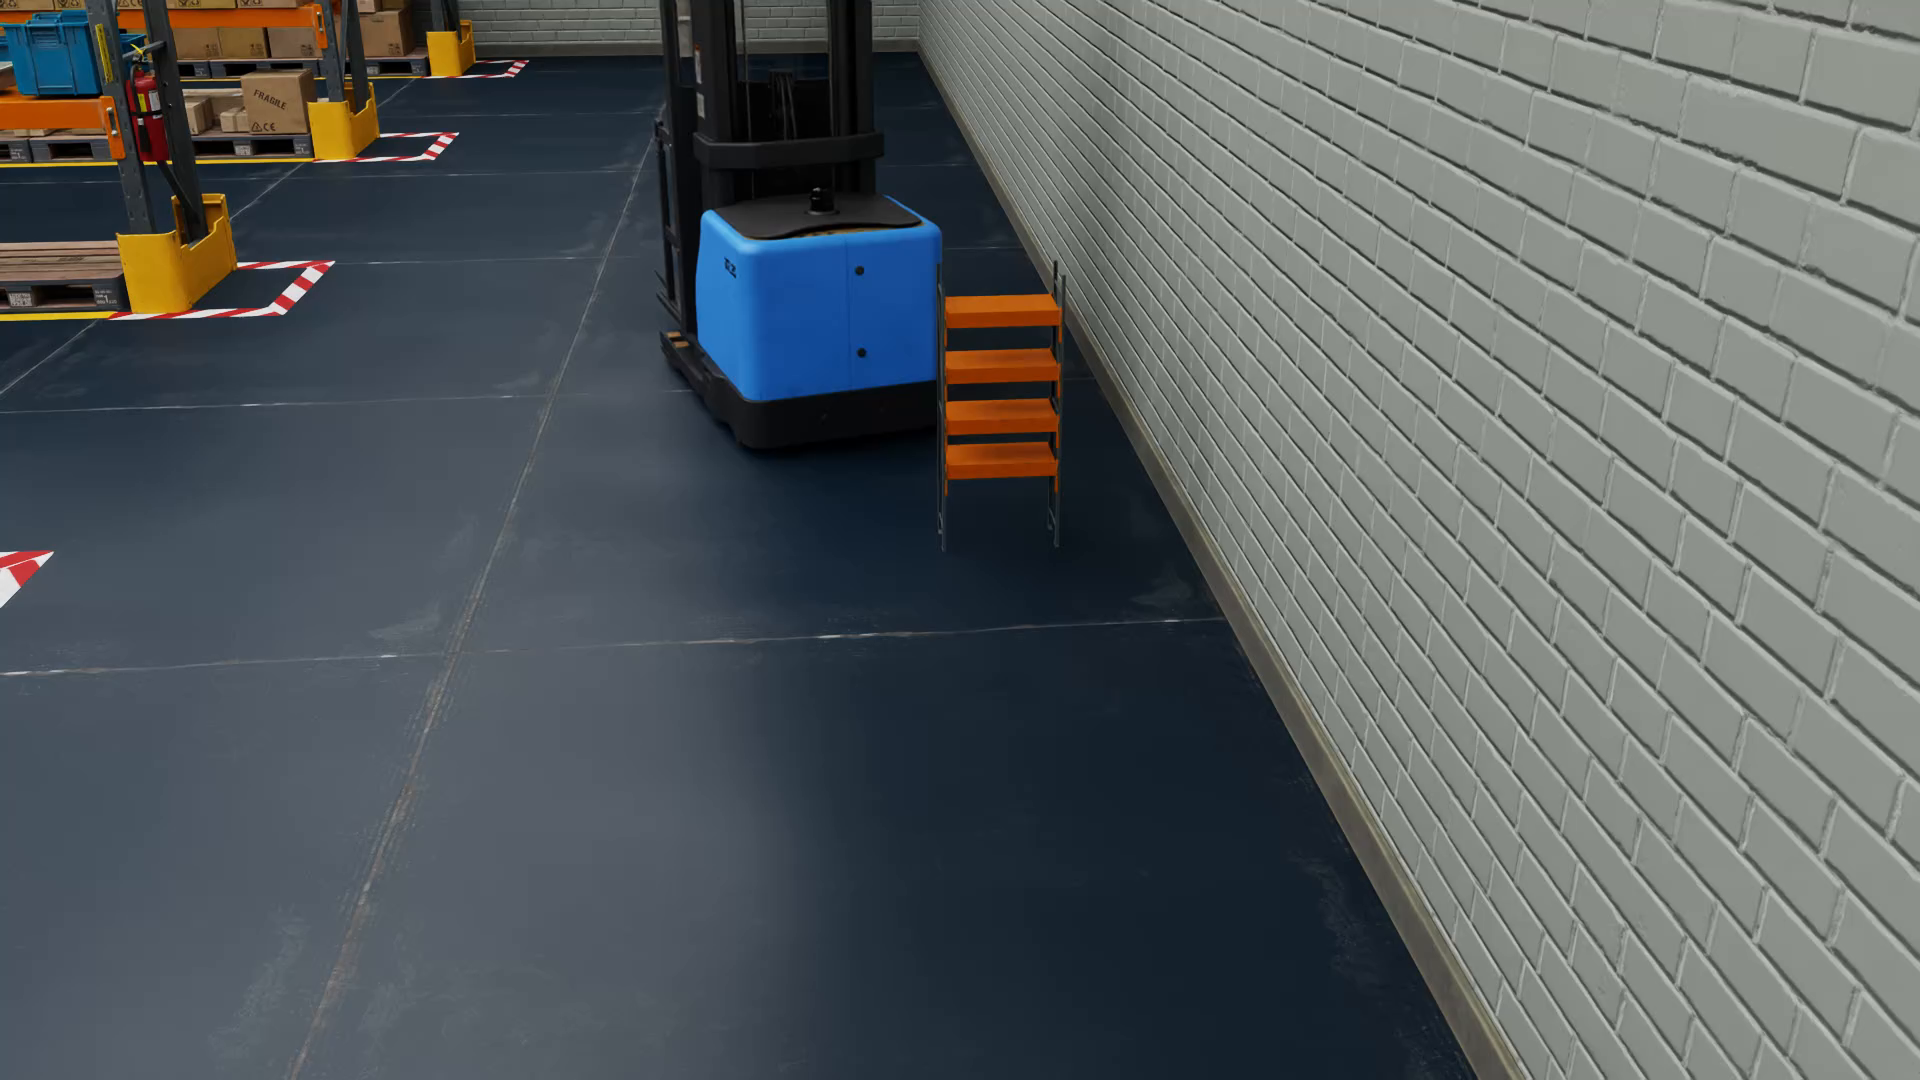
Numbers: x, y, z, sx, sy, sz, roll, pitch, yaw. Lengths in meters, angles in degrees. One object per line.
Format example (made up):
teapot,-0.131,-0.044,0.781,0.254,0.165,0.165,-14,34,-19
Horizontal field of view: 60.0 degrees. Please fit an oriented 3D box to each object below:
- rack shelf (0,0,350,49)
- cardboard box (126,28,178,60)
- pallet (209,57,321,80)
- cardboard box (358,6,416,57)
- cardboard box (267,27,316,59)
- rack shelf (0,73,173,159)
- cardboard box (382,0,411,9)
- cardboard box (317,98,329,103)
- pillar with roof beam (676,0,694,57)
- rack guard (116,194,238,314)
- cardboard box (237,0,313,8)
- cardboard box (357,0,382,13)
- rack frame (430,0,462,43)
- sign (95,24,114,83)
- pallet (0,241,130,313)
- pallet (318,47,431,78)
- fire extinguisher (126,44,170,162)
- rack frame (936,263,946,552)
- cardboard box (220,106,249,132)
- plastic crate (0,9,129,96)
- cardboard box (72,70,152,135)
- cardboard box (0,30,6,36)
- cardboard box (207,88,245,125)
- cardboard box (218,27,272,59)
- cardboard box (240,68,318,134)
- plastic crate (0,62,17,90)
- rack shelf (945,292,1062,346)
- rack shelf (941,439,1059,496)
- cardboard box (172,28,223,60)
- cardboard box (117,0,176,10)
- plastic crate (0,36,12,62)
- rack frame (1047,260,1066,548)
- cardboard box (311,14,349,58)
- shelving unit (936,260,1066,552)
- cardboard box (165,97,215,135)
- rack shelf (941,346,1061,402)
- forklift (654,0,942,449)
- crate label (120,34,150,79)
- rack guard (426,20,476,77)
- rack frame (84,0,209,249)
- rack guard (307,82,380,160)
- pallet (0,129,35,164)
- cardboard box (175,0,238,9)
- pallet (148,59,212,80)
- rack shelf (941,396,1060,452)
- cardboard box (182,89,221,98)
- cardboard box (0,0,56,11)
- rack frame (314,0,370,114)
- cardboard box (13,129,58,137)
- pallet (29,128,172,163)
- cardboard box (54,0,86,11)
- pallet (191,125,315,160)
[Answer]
rack shelf,-7.598,-4.617,14.830,4.000,0.370,1.077,-2,24,-5
cardboard box,-9.325,-5.906,19.405,0.500,0.500,0.700,-2,24,-4
pallet,-8.098,-5.642,19.684,1.213,0.211,1.003,-2,24,-5
cardboard box,-6.785,-6.009,19.636,0.500,0.500,0.700,-2,24,-5
cardboard box,-7.784,-5.968,19.546,0.500,0.500,0.700,-3,24,-7
rack shelf,-7.115,-2.615,10.325,4.000,0.370,1.077,-2,24,-5
cardboard box,-6.680,-6.391,19.698,0.250,0.149,0.380,-2,24,-5
cardboard box,-6.058,-4.046,15.628,0.250,0.149,0.380,-2,24,-5
pillar with roof beam,-3.073,-8.486,15.263,0.400,9.000,9.100,-2,24,-5
rack guard,-5.102,-1.887,10.880,0.348,0.500,1.175,-2,24,-5
cardboard box,-6.027,-4.943,14.555,0.500,0.500,0.500,-2,24,-4
cardboard box,-6.895,-6.226,19.327,0.250,0.149,0.380,-3,24,-6
rack frame,-6.098,-7.028,19.368,0.127,3.000,1.000,-2,24,-5
sign,-5.054,-2.876,9.827,0.005,0.325,0.100,-2,24,-5
pallet,-5.949,-1.732,10.886,1.213,0.211,1.003,-2,24,-5
pallet,-6.886,-5.690,19.791,1.213,0.211,1.003,-2,24,-5
fire extinguisher,-4.930,-2.640,10.050,0.183,0.674,0.296,-2,24,-5
rack frame,-0.078,-0.545,6.999,0.015,1.200,0.240,-2,24,-5
cardboard box,-6.537,-3.831,15.122,0.250,0.166,0.380,-2,24,-5
plastic crate,-5.440,-2.978,10.139,0.499,0.435,0.616,-2,24,-5
cardboard box,-7.719,-4.003,15.095,0.637,0.503,0.797,-2,24,-5
cardboard box,-10.713,-5.999,19.183,0.750,0.750,0.750,-2,24,-5
cardboard box,-6.674,-4.043,15.497,0.500,0.250,0.500,-2,24,-5
cardboard box,-8.314,-5.944,19.491,0.500,0.500,0.700,-2,24,-4
cardboard box,-6.125,-3.963,15.009,0.500,0.500,0.500,-2,24,-5
plastic crate,-5.918,-2.824,10.162,0.243,0.136,0.396,-2,24,-5
rack shelf,0.165,-0.914,6.862,0.480,0.148,0.258,-2,24,-5
rack shelf,0.165,-0.312,7.129,0.480,0.148,0.258,-2,24,-5
cardboard box,-8.825,-5.925,19.447,0.500,0.500,0.700,-3,24,-6
cardboard box,-7.040,-4.903,14.466,0.500,0.500,0.500,-2,24,-5
plastic crate,-6.058,-3.071,10.598,0.300,0.233,0.416,-2,24,-5
rack frame,0.408,-0.565,7.043,0.015,1.200,0.240,-2,24,-5
cardboard box,-7.283,-5.989,19.591,0.500,0.500,0.700,-2,24,-5
shelving unit,0.165,-0.555,7.021,0.503,1.200,0.258,-2,24,-5
cardboard box,-7.073,-3.823,15.002,0.500,0.250,0.500,-2,24,-5
rack shelf,0.165,-0.698,6.958,0.480,0.148,0.258,-2,24,-5
forklift,-1.081,-2.353,8.935,1.130,2.935,3.031,-9,26,-19
crate label,-5.403,-3.097,10.658,0.303,0.233,0.416,-2,24,-5
rack guard,-6.075,-5.886,19.878,0.348,0.500,1.175,-2,24,-5
rack frame,-5.125,-3.023,10.358,0.127,3.000,1.000,-2,24,-5
rack guard,-5.683,-3.880,15.364,0.348,0.500,1.175,-2,24,-5
pallet,-8.905,-3.618,15.131,1.213,0.211,1.003,-2,24,-5
cardboard box,-6.543,-4.921,14.505,0.500,0.500,0.500,-2,24,-5
pallet,-9.315,-5.592,19.572,1.213,0.211,1.003,-2,24,-5
rack shelf,0.165,-0.493,7.048,0.480,0.148,0.258,-2,24,-5
cardboard box,-7.172,-4.023,15.452,0.500,0.250,0.500,-2,24,-5
cardboard box,-8.047,-4.862,14.373,0.500,0.500,0.500,-2,24,-5
rack frame,-5.608,-5.025,14.863,0.127,3.000,1.000,-2,24,-5
cardboard box,-8.290,-3.740,14.918,0.250,0.166,0.380,-2,24,-5
pallet,-7.688,-3.668,15.244,1.213,0.211,1.003,-2,24,-5
cardboard box,-7.541,-4.883,14.421,0.500,0.500,0.500,-3,24,-6
pallet,-6.477,-3.716,15.350,1.213,0.211,1.003,-2,24,-5
